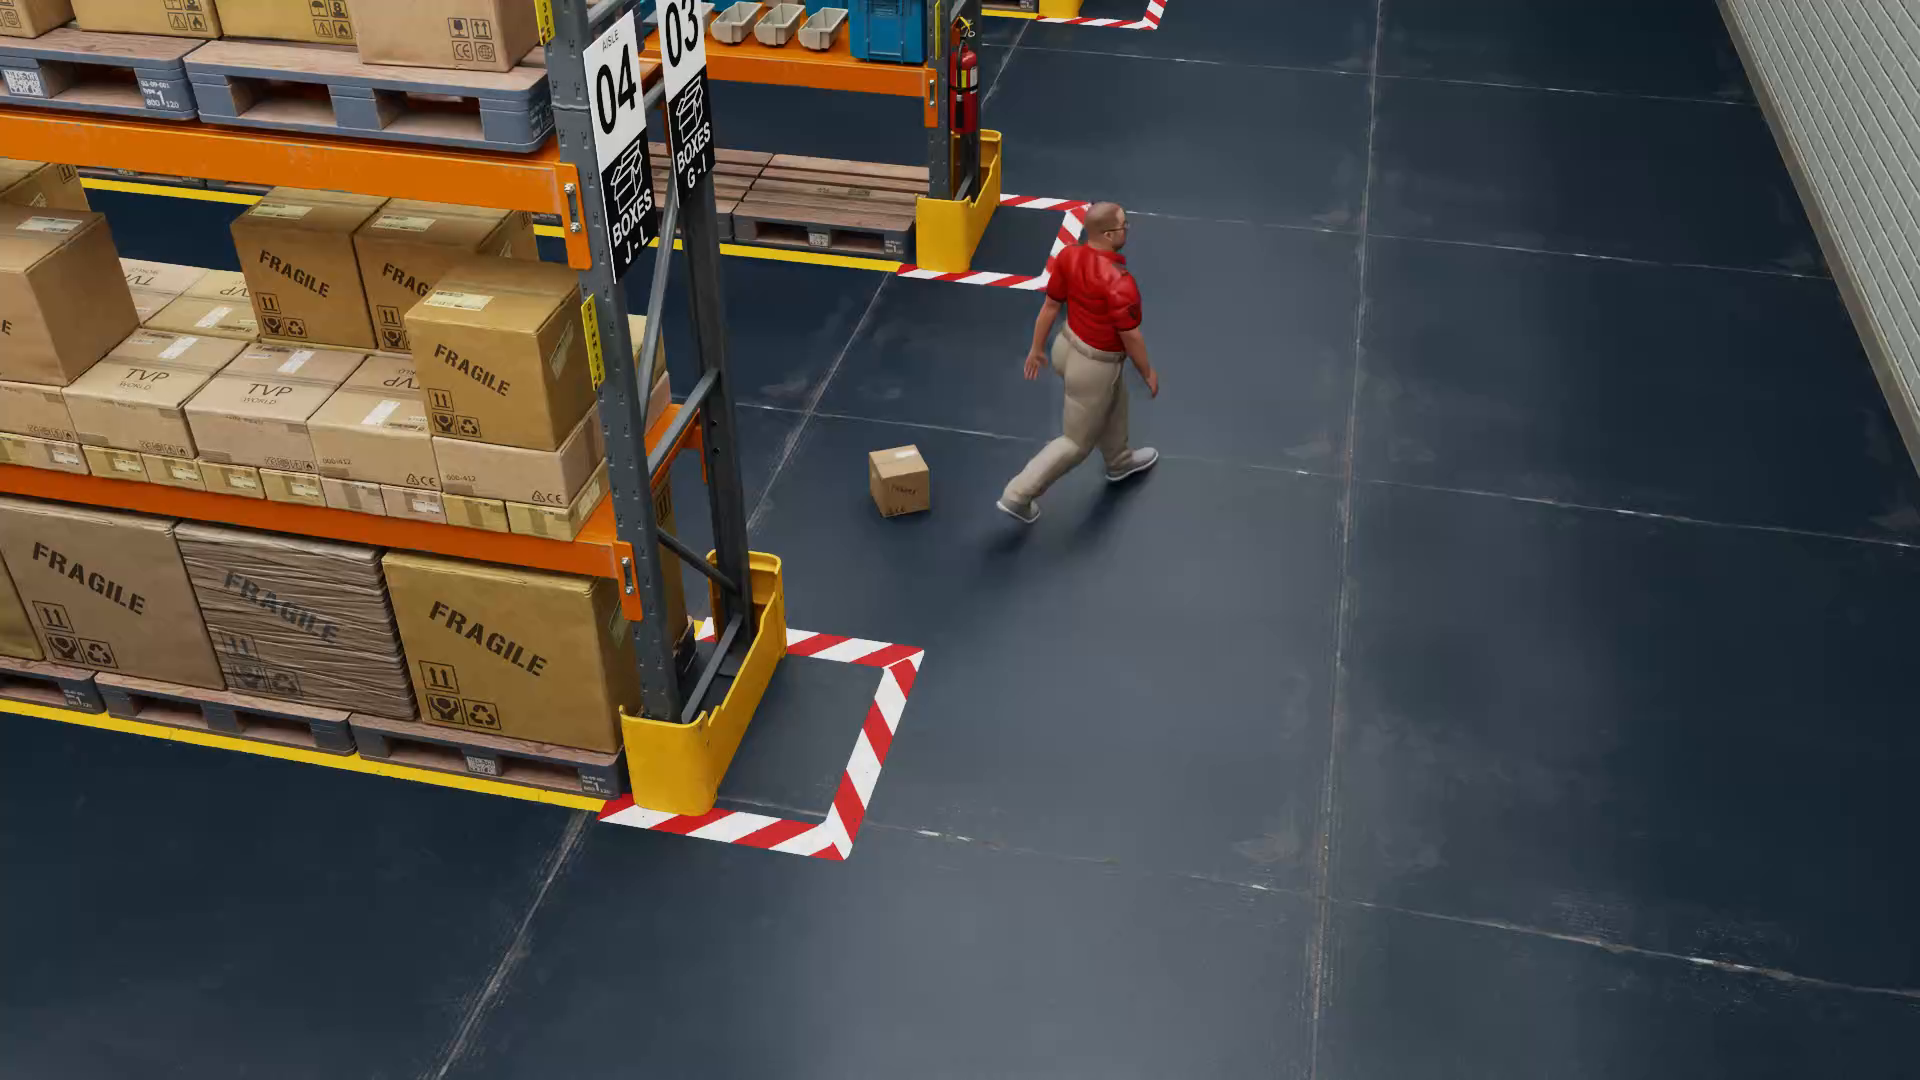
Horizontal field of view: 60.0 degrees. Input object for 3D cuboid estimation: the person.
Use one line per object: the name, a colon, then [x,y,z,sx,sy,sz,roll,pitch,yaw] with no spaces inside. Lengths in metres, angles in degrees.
person: [0.626,-0.874,8.190,1.095,1.663,0.580,-17,40,-21]
